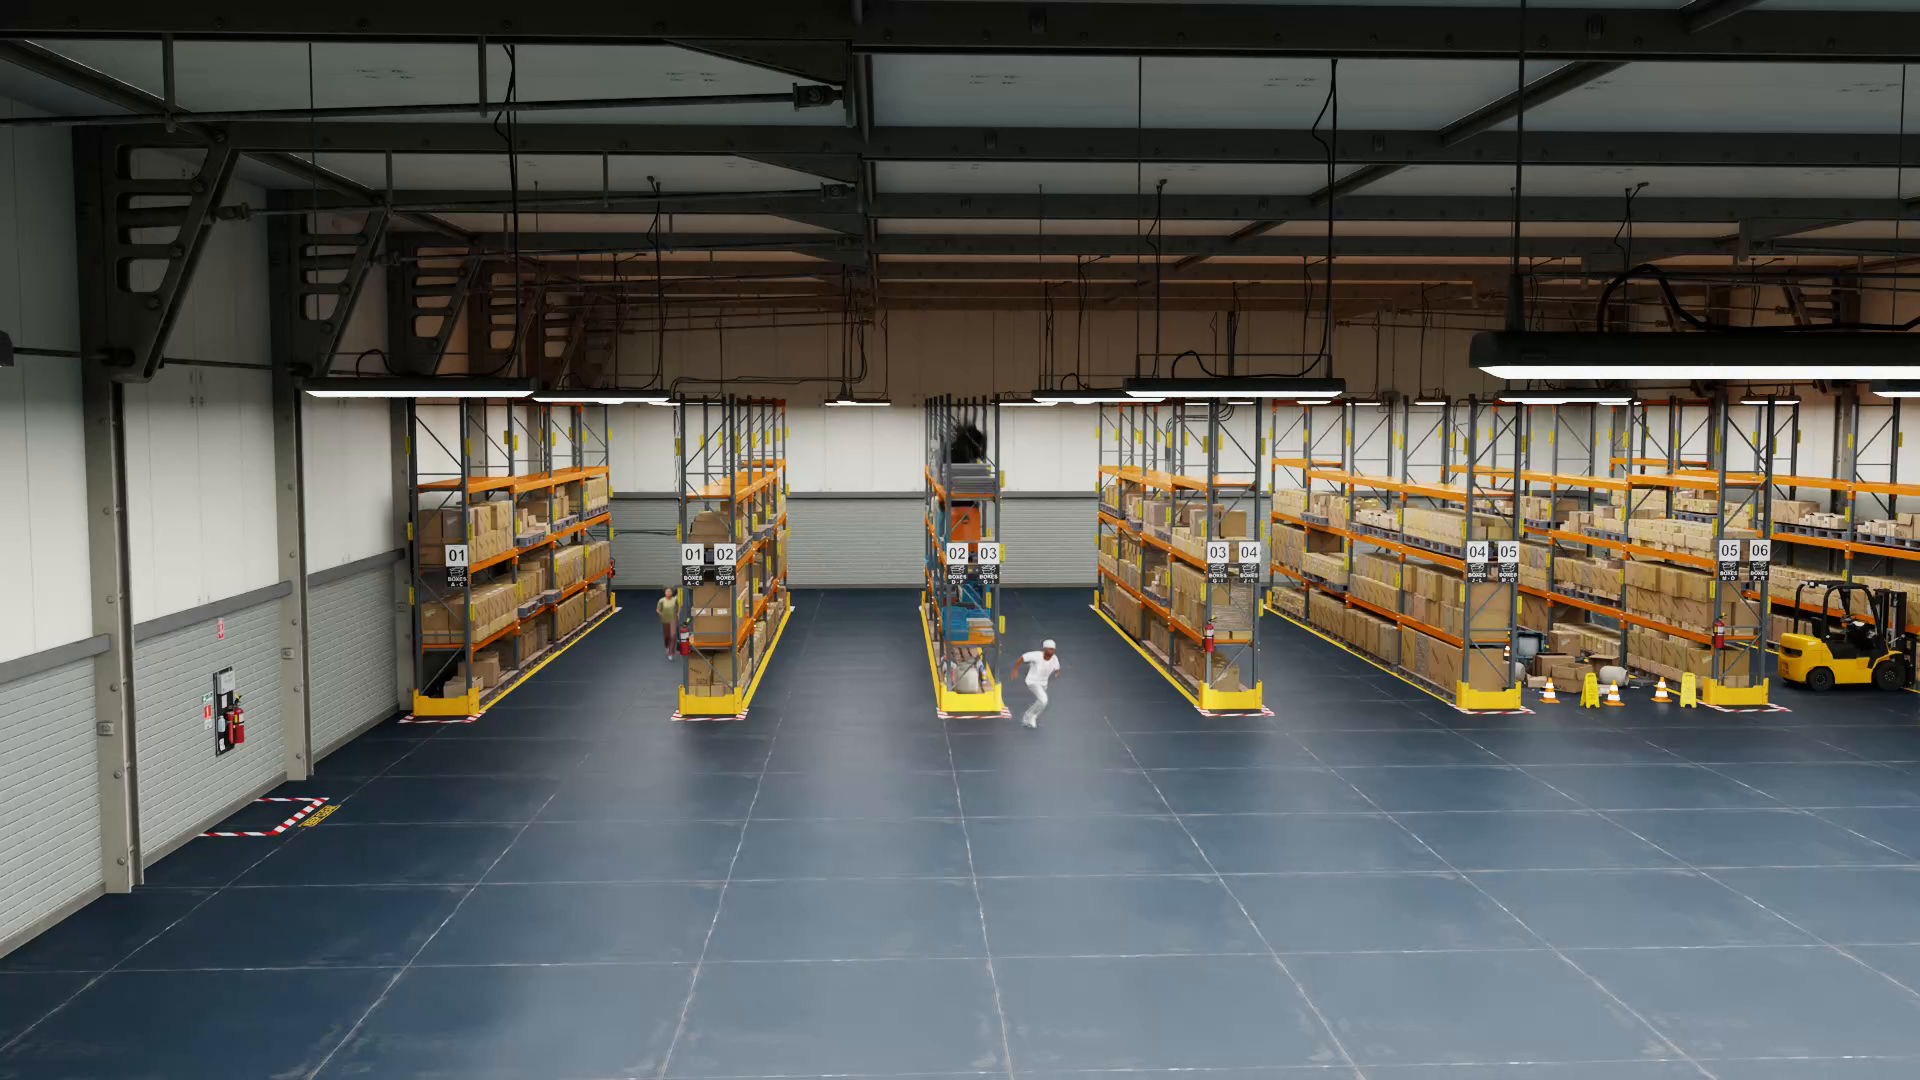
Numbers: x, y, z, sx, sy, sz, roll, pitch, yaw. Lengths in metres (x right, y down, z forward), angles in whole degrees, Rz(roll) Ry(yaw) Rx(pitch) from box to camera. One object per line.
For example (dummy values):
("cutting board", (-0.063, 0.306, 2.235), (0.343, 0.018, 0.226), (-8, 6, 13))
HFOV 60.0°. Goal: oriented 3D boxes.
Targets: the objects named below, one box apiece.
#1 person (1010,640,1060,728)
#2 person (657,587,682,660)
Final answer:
("person", (1.392, 2.570, 29.714), (0.851, 1.617, 0.732), (4, 6, 44))
("person", (-6.668, 1.880, 38.141), (0.564, 1.656, 0.933), (-1, 5, -8))
